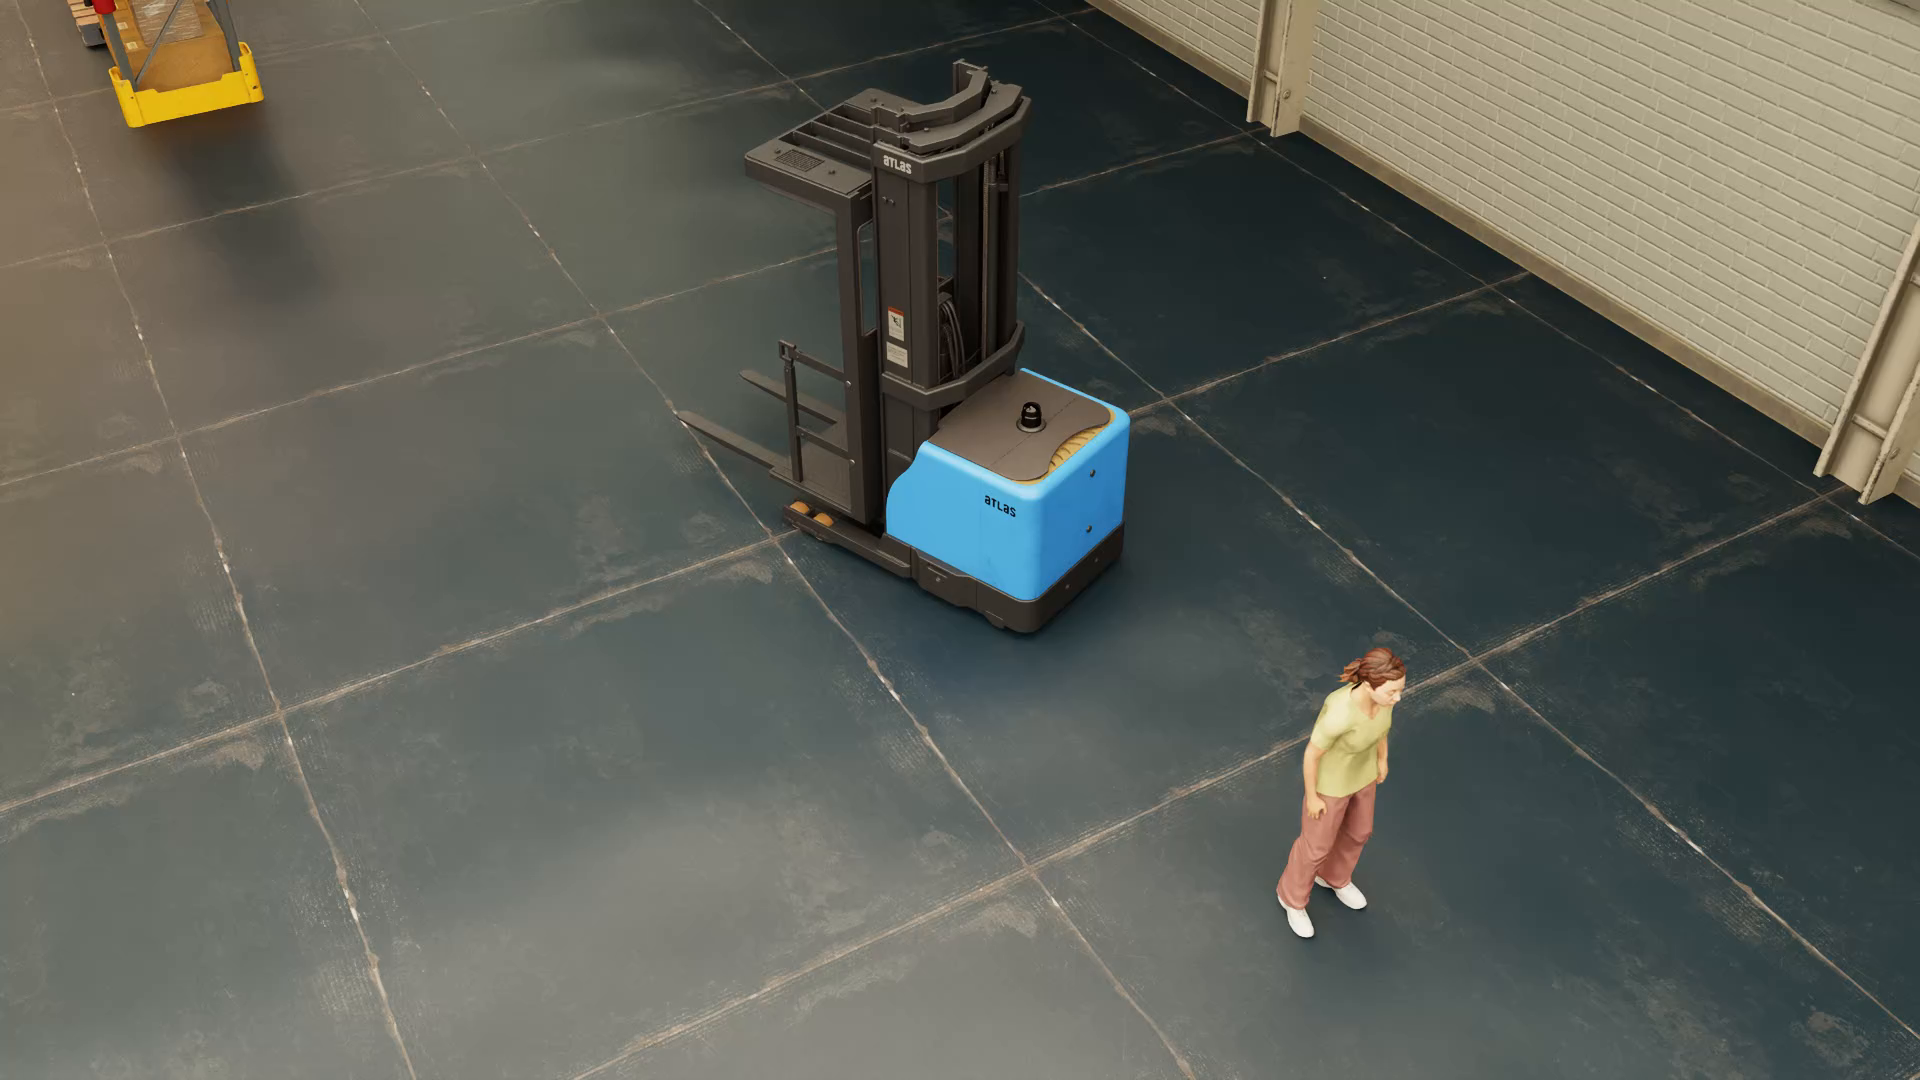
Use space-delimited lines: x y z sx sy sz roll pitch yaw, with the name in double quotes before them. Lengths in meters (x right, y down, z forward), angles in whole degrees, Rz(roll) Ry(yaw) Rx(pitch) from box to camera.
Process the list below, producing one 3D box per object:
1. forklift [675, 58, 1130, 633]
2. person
"forklift" -0.481 -1.366 9.683 3.031 2.935 1.130 26 46 28
"person" 1.782 1.118 7.675 0.518 1.673 0.356 -23 45 -25
